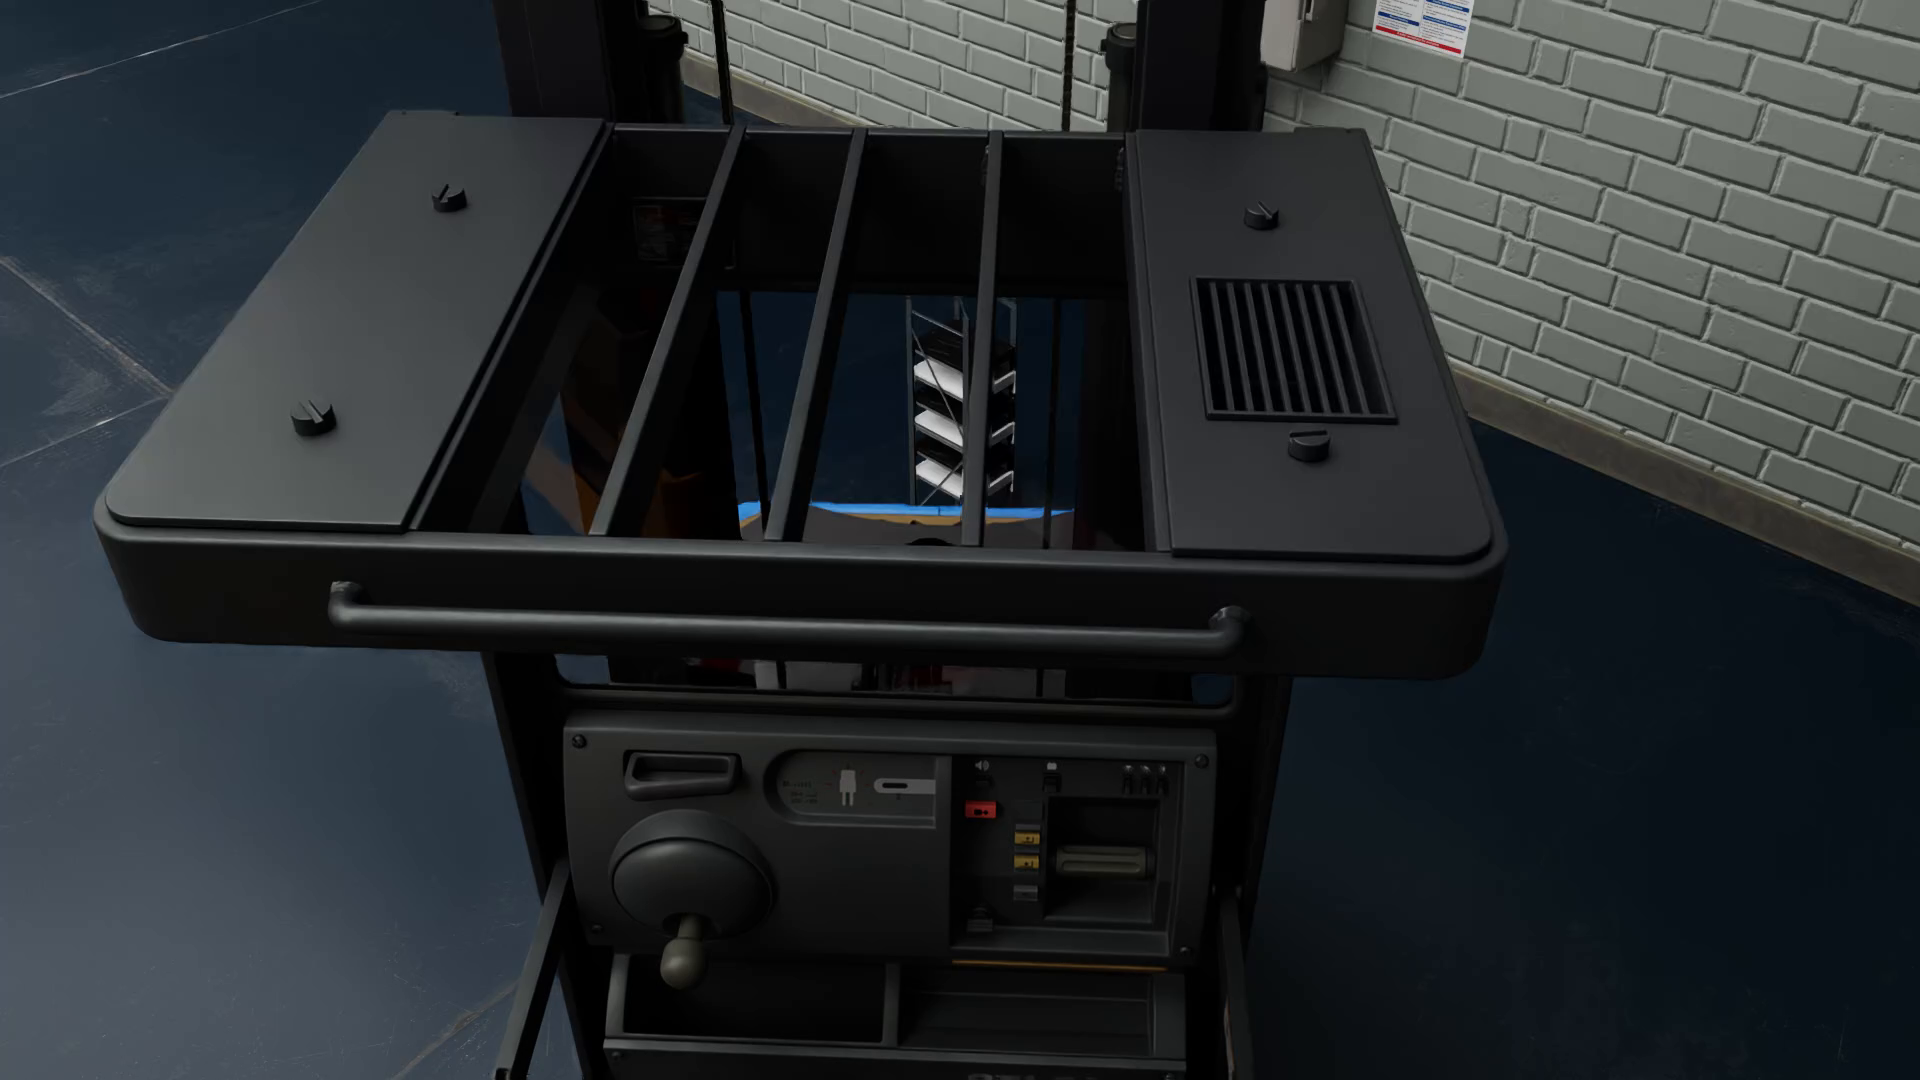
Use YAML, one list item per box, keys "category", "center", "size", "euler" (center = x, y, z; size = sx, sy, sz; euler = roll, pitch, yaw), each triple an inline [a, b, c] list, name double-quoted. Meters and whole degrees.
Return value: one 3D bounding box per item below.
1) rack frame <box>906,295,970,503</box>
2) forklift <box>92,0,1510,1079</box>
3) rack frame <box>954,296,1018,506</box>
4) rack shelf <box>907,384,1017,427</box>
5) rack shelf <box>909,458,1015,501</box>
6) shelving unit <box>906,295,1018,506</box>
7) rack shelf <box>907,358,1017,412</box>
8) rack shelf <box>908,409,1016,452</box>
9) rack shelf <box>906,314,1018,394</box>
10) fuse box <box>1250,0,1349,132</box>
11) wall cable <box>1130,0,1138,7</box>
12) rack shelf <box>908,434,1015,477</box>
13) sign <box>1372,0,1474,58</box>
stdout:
- category: "rack frame"
  center: [-0.063, -0.309, 4.916]
  size: [0.240, 0.900, 0.006]
  euler: [30, 47, 32]
- category: "forklift"
  center: [-0.110, 0.528, 2.231]
  size: [1.130, 2.935, 3.031]
  euler: [2, 39, 2]
- category: "rack frame"
  center: [0.074, -0.403, 5.033]
  size: [0.240, 0.900, 0.006]
  euler: [30, 47, 32]
- category: "rack shelf"
  center: [0.005, -0.400, 4.939]
  size: [0.258, 0.077, 0.200]
  euler: [30, 47, 32]
- category: "rack shelf"
  center: [0.005, -0.189, 5.107]
  size: [0.258, 0.077, 0.200]
  euler: [30, 47, 32]
- category: "shelving unit"
  center: [0.005, -0.356, 4.975]
  size: [0.258, 0.900, 0.210]
  euler: [30, 47, 32]
- category: "rack shelf"
  center: [0.005, -0.471, 4.883]
  size: [0.258, 0.077, 0.200]
  euler: [30, 47, 32]
- category: "rack shelf"
  center: [0.005, -0.330, 4.995]
  size: [0.258, 0.077, 0.200]
  euler: [30, 47, 32]
- category: "rack shelf"
  center: [0.005, -0.541, 4.827]
  size: [0.258, 0.077, 0.200]
  euler: [30, 47, 32]
- category: "fuse box"
  center: [0.950, -1.416, 5.656]
  size: [0.539, 1.711, 0.414]
  euler: [30, 47, 32]
- category: "wall cable"
  center: [0.553, -2.677, 5.390]
  size: [0.588, 1.984, 0.122]
  euler: [30, 47, 32]
- category: "rack shelf"
  center: [0.005, -0.259, 5.051]
  size: [0.258, 0.077, 0.200]
  euler: [30, 47, 32]
- category: "sign"
  center: [1.455, -1.771, 5.143]
  size: [0.329, 0.494, 0.001]
  euler: [30, 47, 32]
